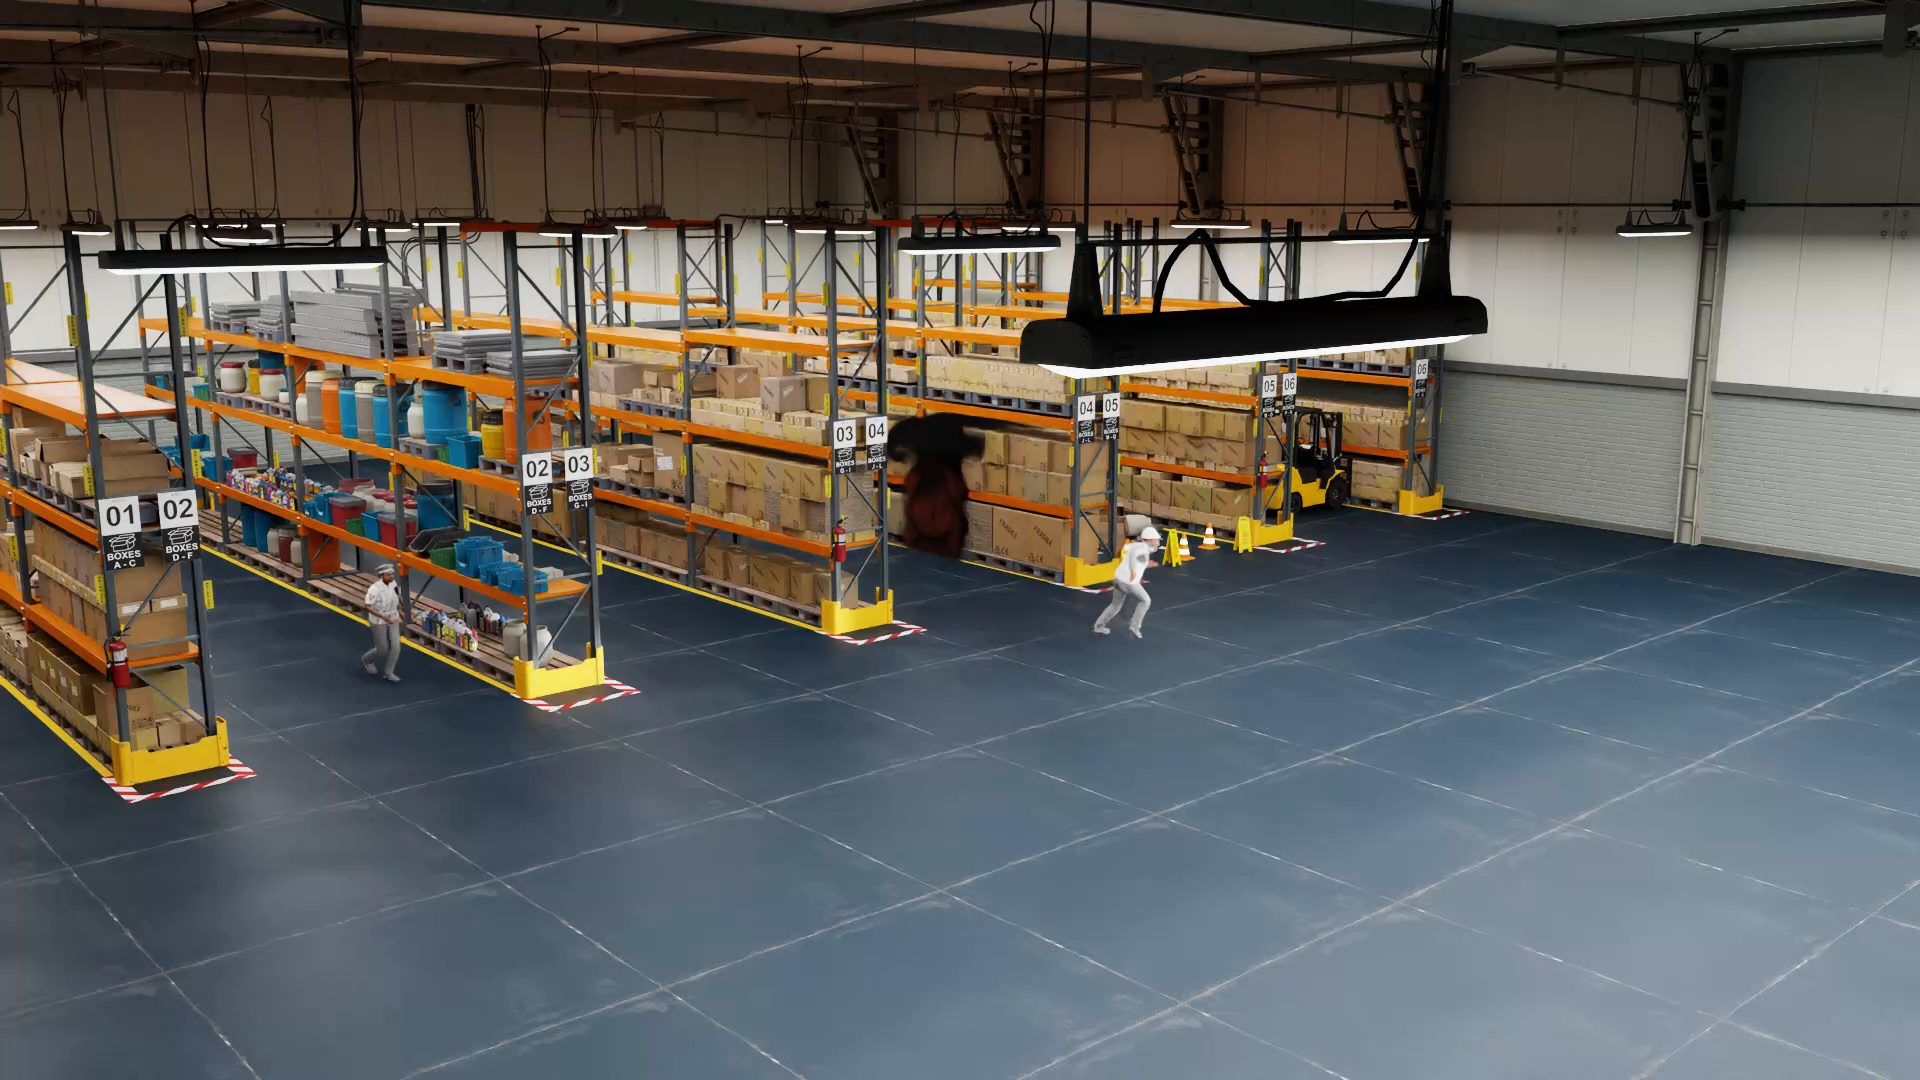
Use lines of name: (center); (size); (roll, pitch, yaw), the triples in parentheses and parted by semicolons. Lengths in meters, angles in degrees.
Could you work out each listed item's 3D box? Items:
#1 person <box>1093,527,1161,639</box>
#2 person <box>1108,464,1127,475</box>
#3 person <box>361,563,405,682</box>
person: (2.472, 0.666, 24.501); (0.995, 1.708, 0.696); (-2, 12, -11)
person: (3.535, -1.765, 36.638); (0.899, 1.565, 0.531); (10, 15, 41)
person: (-7.801, 1.089, 22.414); (0.722, 1.638, 0.570); (8, 14, 35)
